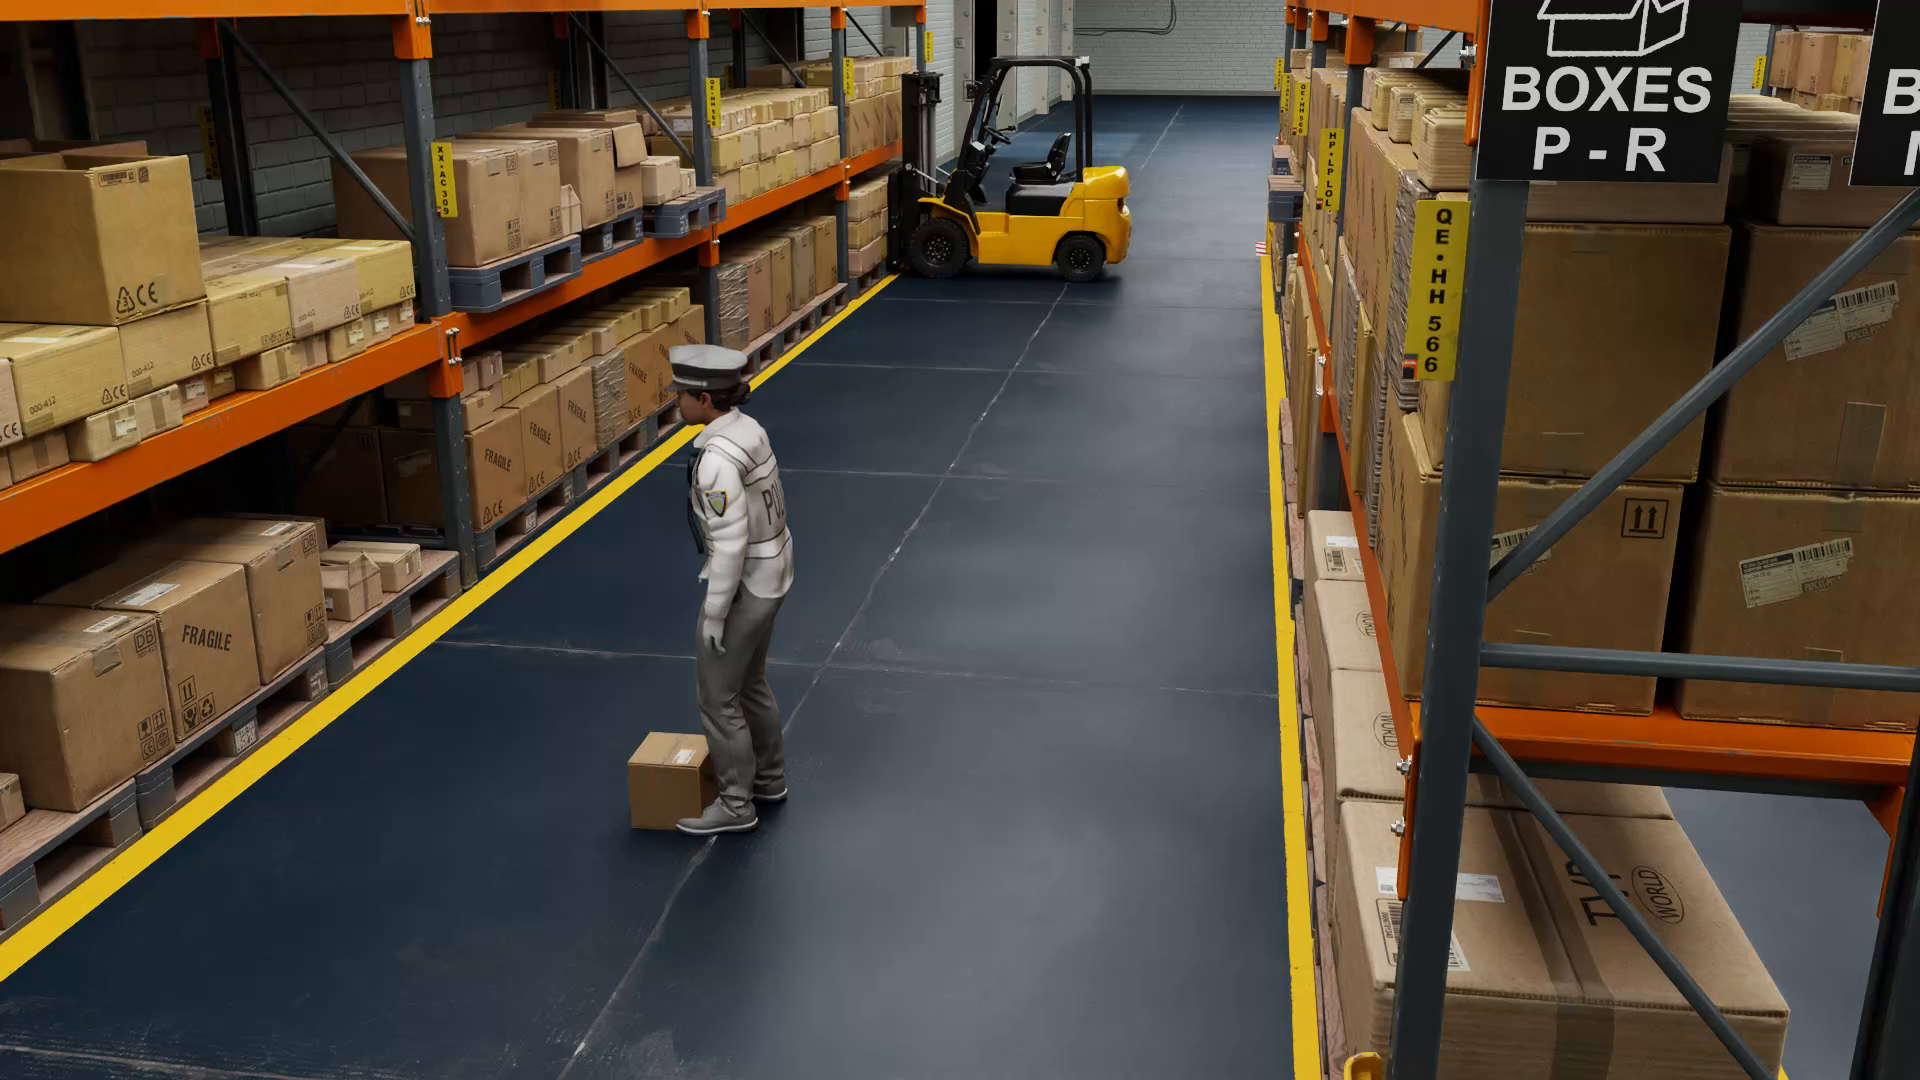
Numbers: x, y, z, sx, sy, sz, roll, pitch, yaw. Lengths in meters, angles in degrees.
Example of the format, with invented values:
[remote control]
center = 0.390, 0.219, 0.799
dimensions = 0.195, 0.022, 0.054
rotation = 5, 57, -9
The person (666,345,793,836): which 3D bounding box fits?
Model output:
[person]
center = -0.765, 0.175, 5.511
dimensions = 0.415, 1.662, 0.532
rotation = 2, 18, 6
